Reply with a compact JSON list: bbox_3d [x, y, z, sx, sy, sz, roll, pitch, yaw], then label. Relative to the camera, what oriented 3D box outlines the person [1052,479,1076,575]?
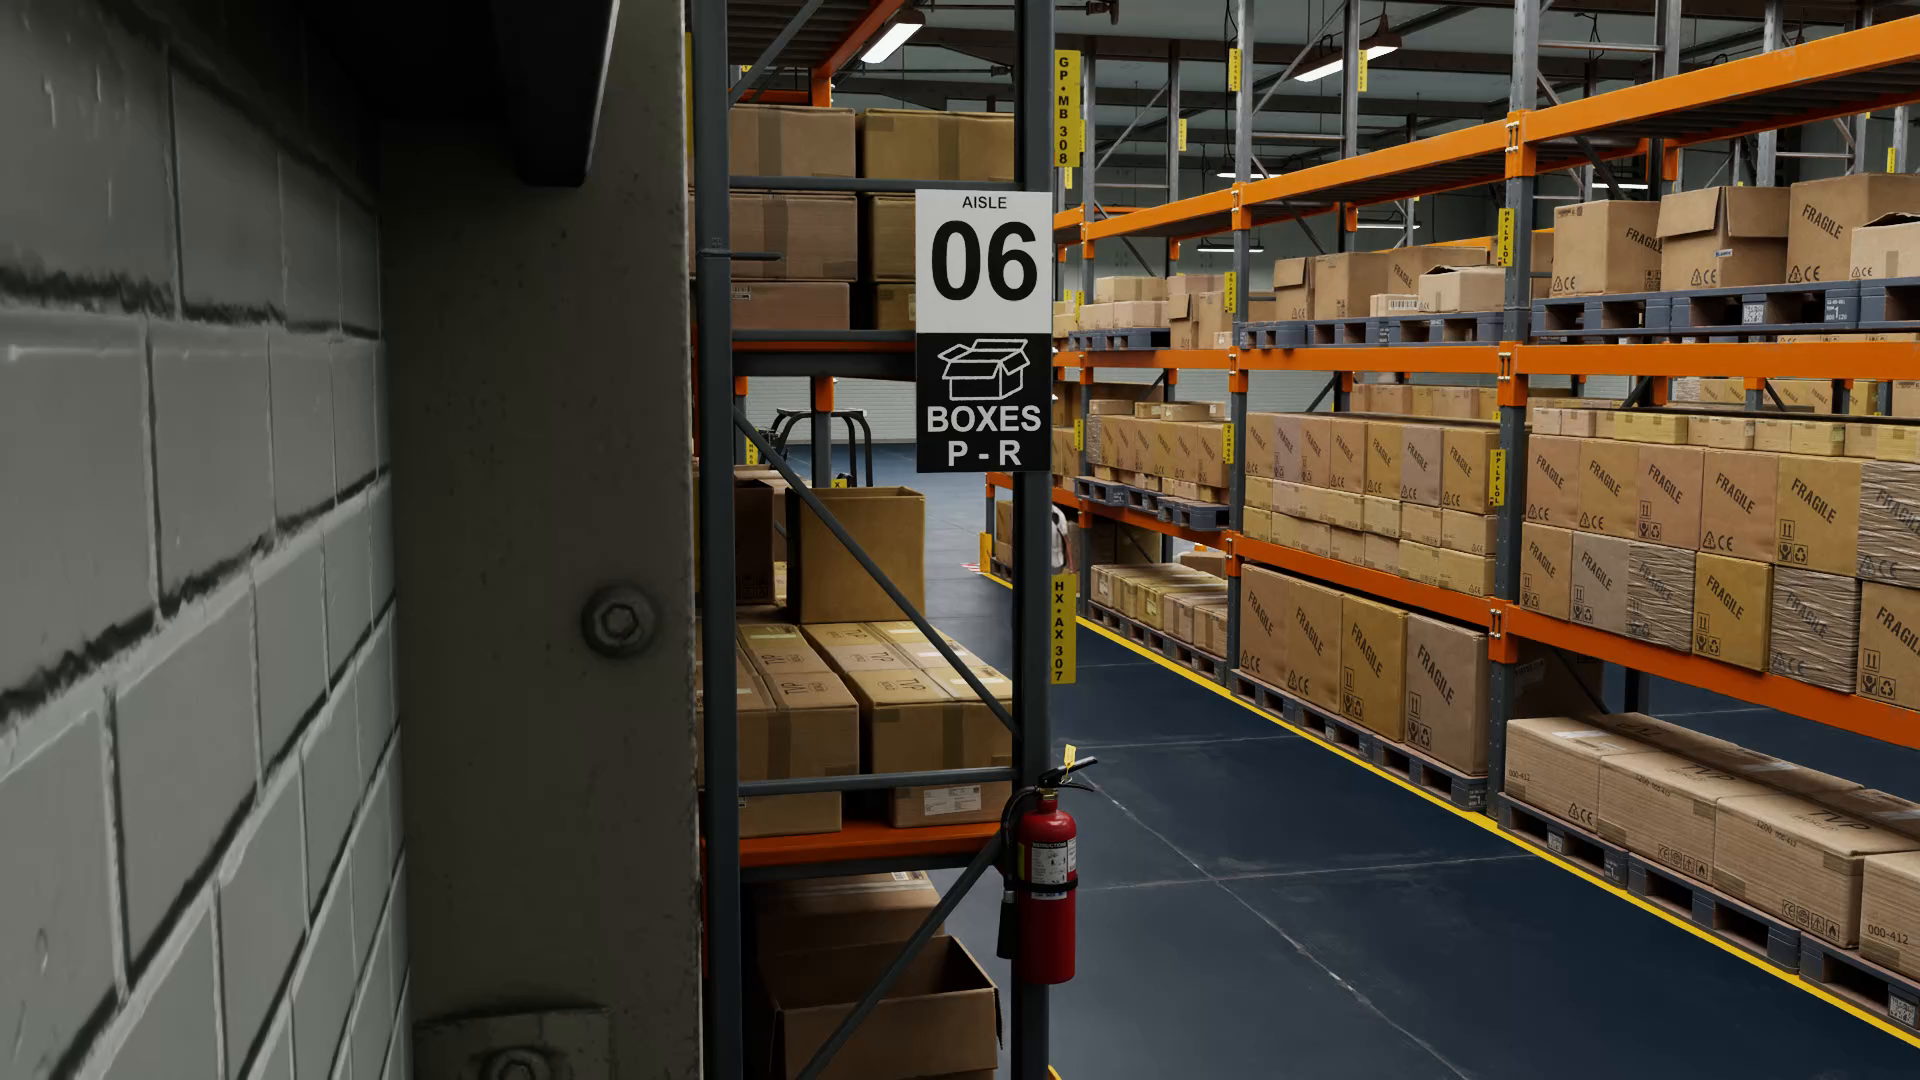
[{"bbox_3d":[0.787,0.242,15.037,0.456,1.632,0.975,-2,6,-15],"label":"person"}]
